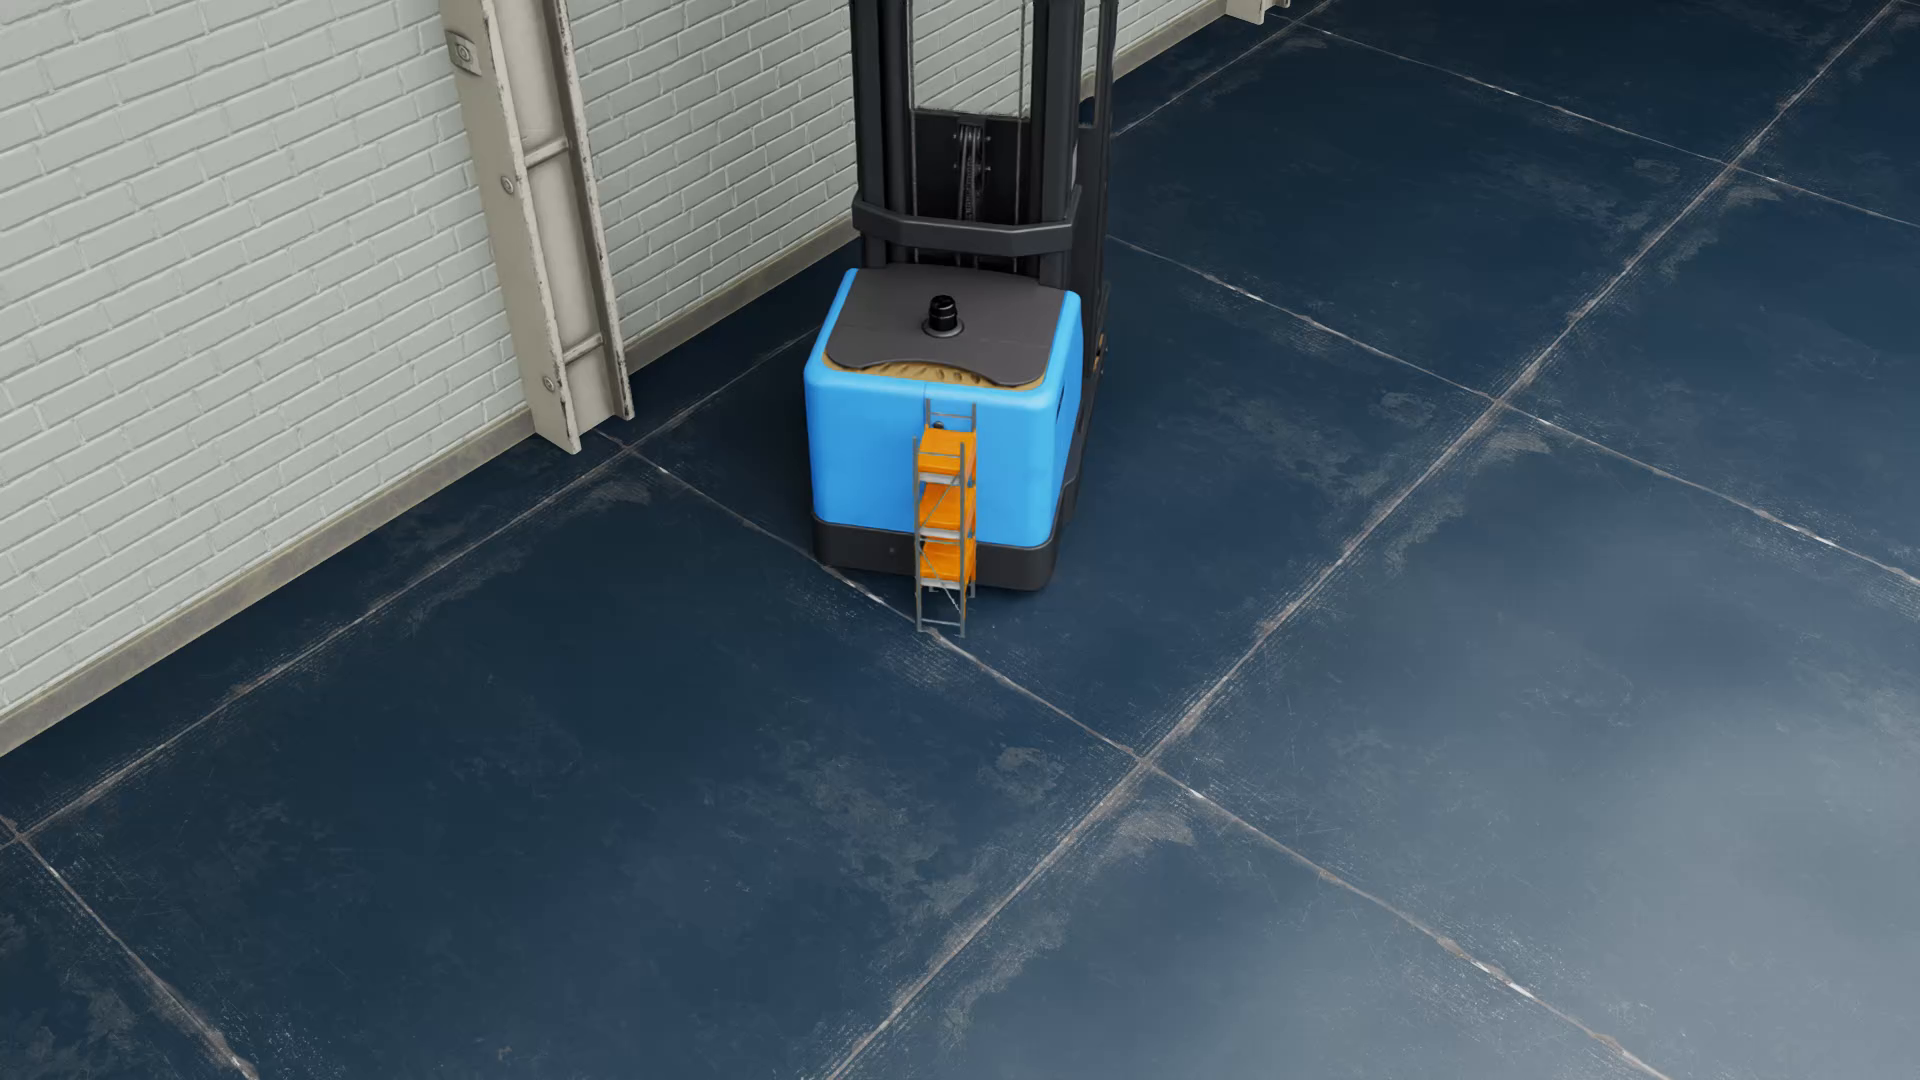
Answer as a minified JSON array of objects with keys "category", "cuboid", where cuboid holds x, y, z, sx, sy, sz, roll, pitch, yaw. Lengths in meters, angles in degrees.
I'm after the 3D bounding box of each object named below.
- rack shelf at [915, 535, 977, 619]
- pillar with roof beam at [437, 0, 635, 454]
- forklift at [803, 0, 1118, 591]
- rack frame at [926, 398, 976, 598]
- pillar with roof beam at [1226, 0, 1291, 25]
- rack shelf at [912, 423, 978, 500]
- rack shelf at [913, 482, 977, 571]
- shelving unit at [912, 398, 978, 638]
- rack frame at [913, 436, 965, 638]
[{"category":"rack shelf","cuboid":[-0.058,0.142,6.925,0.215,0.259,0.240,7,43,8]},{"category":"pillar with roof beam","cuboid":[1.472,-2.037,2.983,9.100,9.000,0.400,29,50,28]},{"category":"forklift","cuboid":[0.138,-1.869,7.309,1.130,2.935,3.031,7,43,8]},{"category":"rack frame","cuboid":[-0.035,-0.152,6.819,0.200,1.050,0.008,7,43,8]},{"category":"pillar with roof beam","cuboid":[5.333,-5.126,6.381,9.100,9.000,0.400,29,50,28]},{"category":"rack shelf","cuboid":[-0.058,-0.274,6.547,0.215,0.259,0.240,7,43,8]},{"category":"rack shelf","cuboid":[-0.058,-0.064,6.738,0.215,0.259,0.240,7,43,8]},{"category":"shelving unit","cuboid":[-0.058,-0.072,6.731,0.215,1.050,0.252,7,43,8]},{"category":"rack frame","cuboid":[-0.081,0.009,6.642,0.200,1.050,0.008,7,43,8]}]
